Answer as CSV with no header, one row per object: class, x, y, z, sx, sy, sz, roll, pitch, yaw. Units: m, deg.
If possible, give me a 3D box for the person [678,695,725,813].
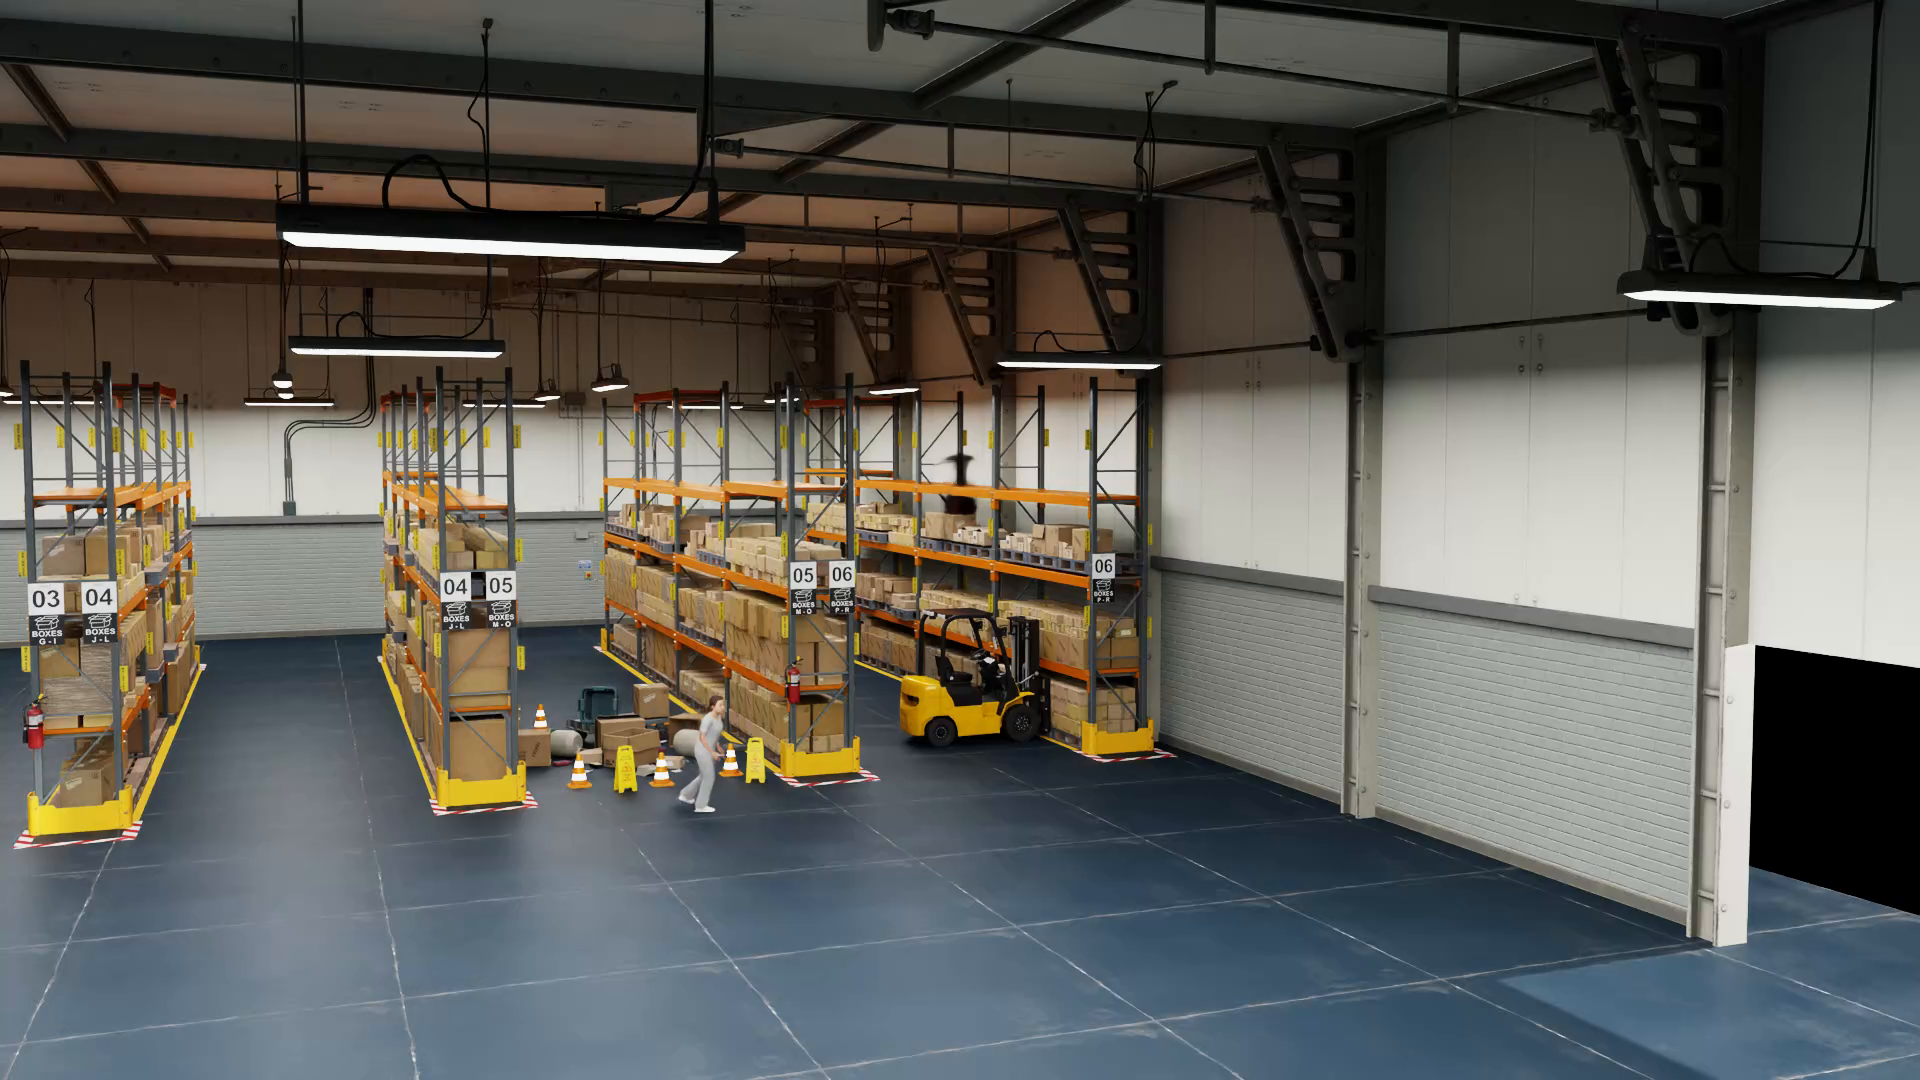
person,-3.470,2.858,22.331,0.718,1.600,0.580,1,4,11
